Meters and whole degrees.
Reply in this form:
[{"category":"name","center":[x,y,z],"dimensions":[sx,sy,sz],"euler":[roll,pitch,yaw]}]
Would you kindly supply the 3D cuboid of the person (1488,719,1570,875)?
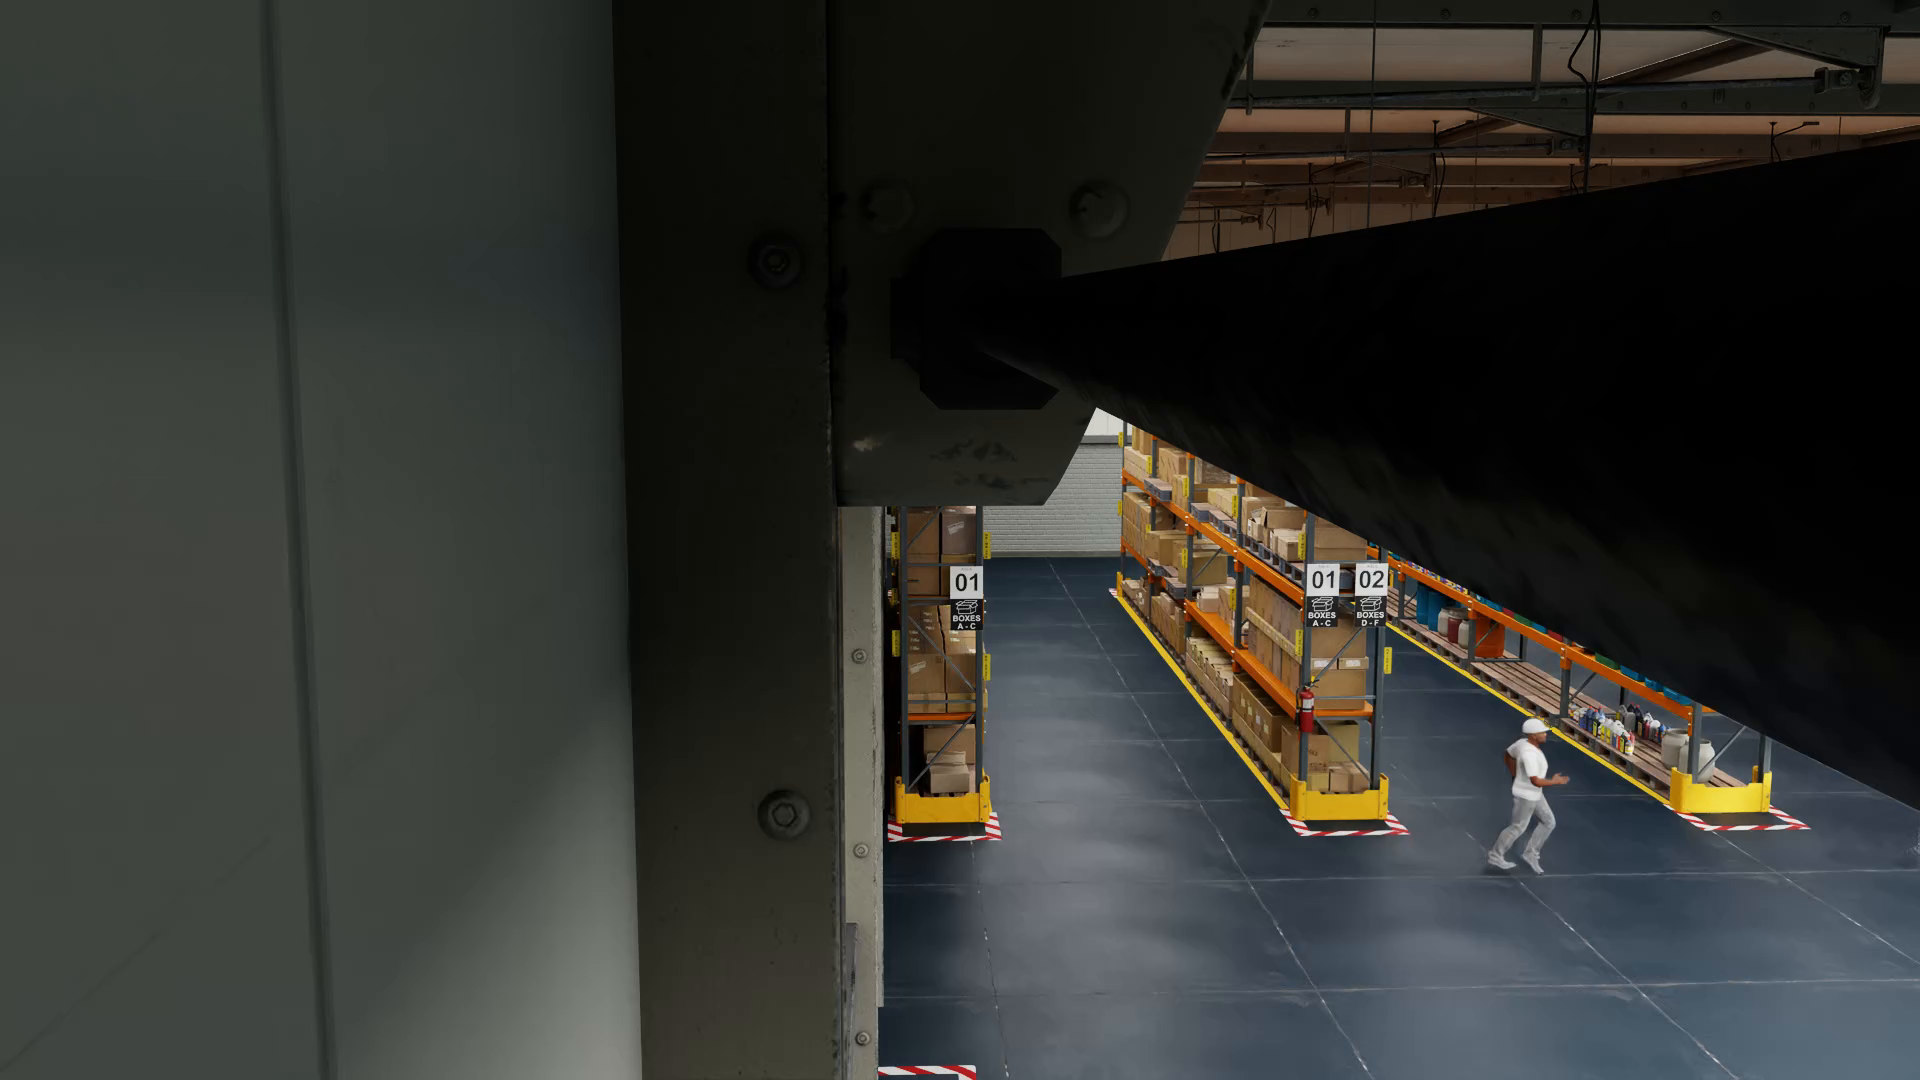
[{"category":"person","center":[6.349,2.873,18.537],"dimensions":[0.823,1.806,0.668],"euler":[3,9,22]}]
